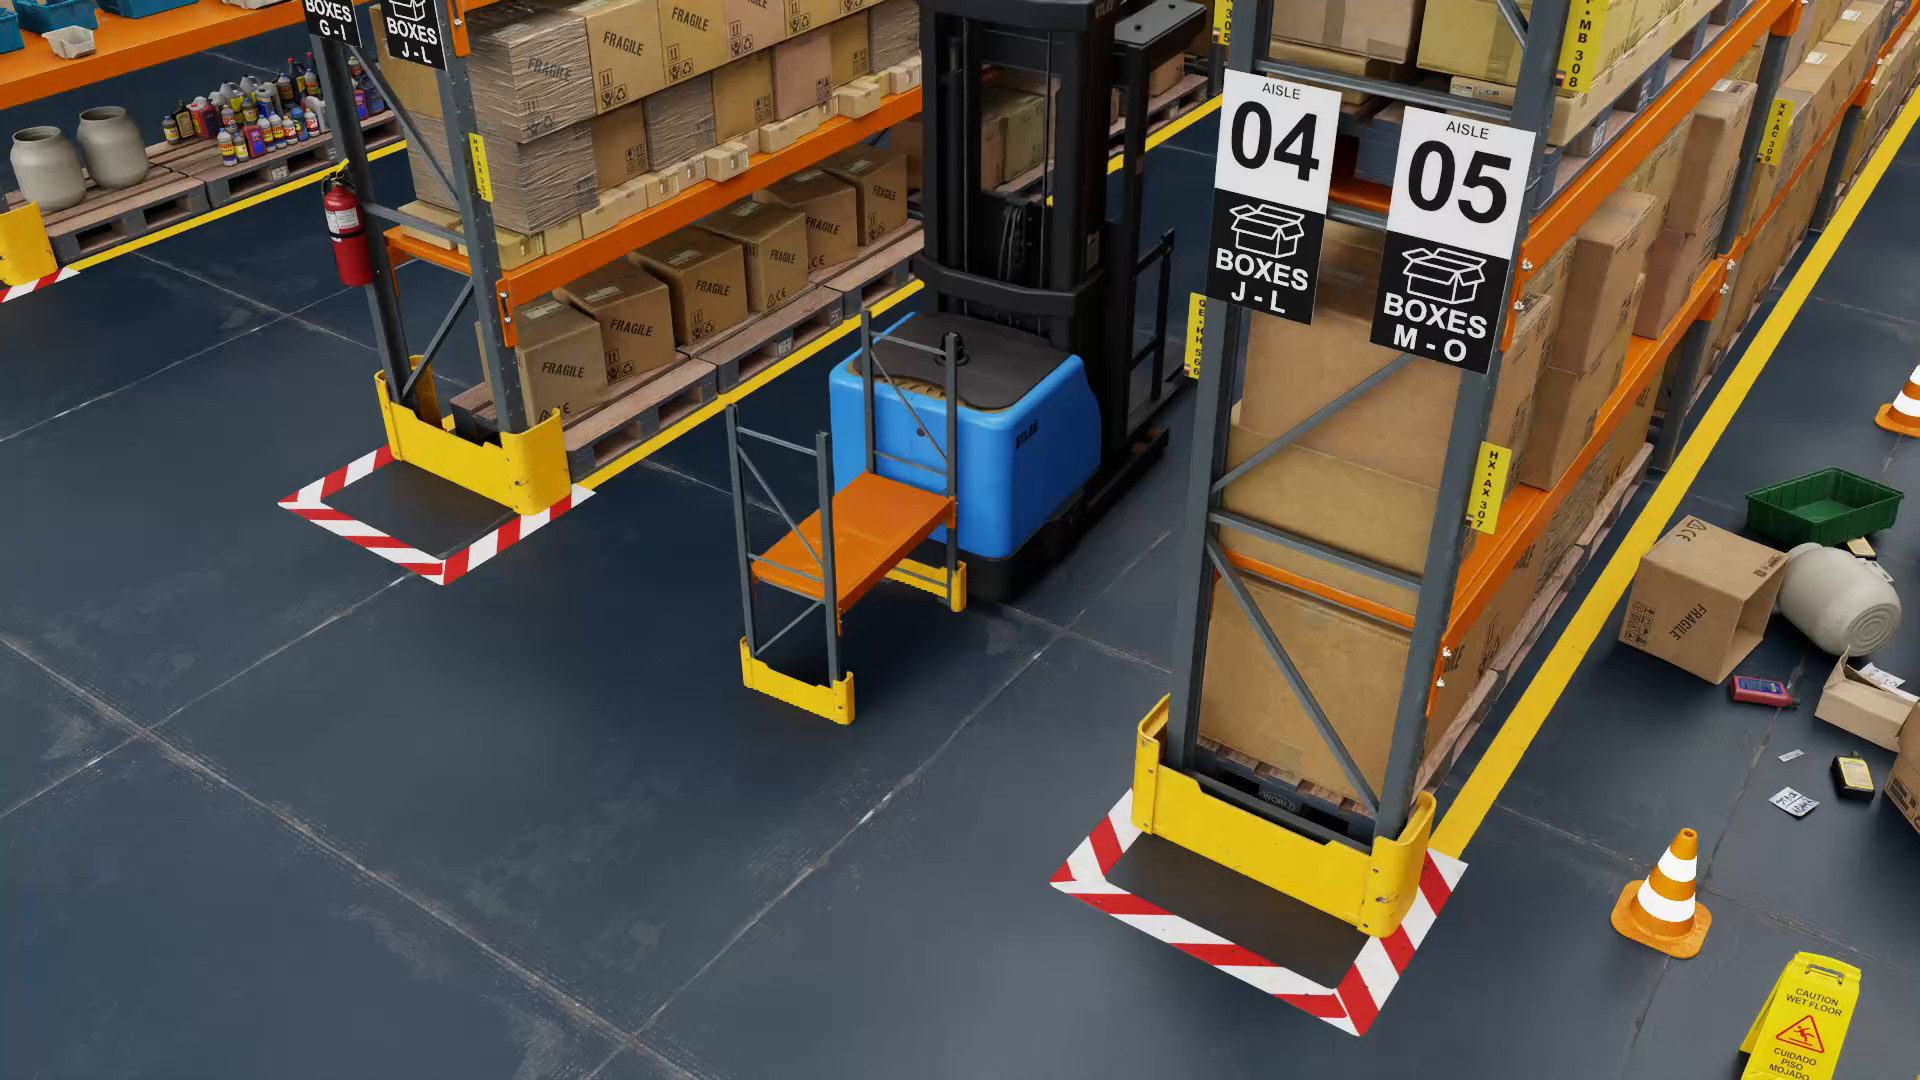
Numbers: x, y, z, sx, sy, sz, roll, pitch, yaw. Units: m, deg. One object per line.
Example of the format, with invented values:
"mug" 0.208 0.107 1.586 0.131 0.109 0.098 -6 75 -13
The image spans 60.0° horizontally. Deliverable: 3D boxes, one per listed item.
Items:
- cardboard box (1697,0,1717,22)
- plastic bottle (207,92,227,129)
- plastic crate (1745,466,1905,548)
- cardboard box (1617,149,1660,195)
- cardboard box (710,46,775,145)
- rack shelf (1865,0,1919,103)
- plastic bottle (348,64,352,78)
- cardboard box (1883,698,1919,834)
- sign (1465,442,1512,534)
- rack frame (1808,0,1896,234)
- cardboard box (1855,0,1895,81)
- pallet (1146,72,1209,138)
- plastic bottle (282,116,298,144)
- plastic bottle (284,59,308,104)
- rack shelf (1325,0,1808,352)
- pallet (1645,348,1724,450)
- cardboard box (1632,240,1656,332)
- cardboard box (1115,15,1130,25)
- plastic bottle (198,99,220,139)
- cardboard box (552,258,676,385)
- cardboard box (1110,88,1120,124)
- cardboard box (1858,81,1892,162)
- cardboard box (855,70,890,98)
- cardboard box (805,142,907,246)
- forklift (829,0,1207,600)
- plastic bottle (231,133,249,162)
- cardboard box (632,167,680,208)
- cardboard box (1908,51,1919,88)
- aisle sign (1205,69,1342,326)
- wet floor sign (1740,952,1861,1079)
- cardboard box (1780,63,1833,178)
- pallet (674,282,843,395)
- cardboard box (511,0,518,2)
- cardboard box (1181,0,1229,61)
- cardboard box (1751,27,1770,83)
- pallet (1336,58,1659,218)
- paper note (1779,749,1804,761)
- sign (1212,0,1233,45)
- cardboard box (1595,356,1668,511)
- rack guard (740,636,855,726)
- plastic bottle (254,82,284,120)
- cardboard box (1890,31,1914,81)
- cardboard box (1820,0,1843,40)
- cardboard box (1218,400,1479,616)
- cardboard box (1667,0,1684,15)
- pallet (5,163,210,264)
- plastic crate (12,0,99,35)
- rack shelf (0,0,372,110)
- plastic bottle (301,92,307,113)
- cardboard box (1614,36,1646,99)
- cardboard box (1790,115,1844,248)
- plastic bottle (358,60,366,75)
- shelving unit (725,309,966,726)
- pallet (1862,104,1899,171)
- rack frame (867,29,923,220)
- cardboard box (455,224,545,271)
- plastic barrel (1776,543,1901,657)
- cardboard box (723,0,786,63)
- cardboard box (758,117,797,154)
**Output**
"cardboard box" 2.610 -2.065 6.209 0.380 0.149 0.250 22 40 29
"plastic bottle" -5.867 -3.381 13.111 0.152 0.276 0.135 20 39 27
"plastic crate" 4.545 -0.159 8.767 0.662 0.188 0.450 -15 27 -21
"cardboard box" 2.394 -1.408 7.057 0.875 0.550 0.500 21 39 28
"cardboard box" -1.592 -2.709 9.723 0.875 0.500 0.500 21 39 28
"rack shelf" 6.989 -4.262 13.017 1.077 0.370 4.000 21 39 28
"plastic bottle" -5.134 -3.871 13.828 0.061 0.283 0.133 21 39 28
"cardboard box" 4.333 0.994 6.831 0.797 0.503 0.637 -3 34 -4
"sign" 1.739 -0.169 5.479 0.100 0.325 0.005 21 39 28
"rack frame" 5.848 -3.640 11.454 1.000 3.000 0.127 21 39 28
"cardboard box" 5.812 -3.388 10.993 0.500 0.500 0.500 21 39 28
"pallet" 1.384 -3.756 14.116 1.003 0.211 1.213 21 39 28
"plastic bottle" -5.201 -3.178 12.877 0.097 0.201 0.097 0 34 0
"plastic bottle" -5.427 -3.771 13.620 0.144 0.351 0.185 20 39 26
"rack shelf" 2.427 -1.823 6.732 1.077 0.370 4.000 21 39 28
"pallet" 3.946 -1.023 10.074 1.003 0.211 1.213 21 39 28
"cardboard box" 2.667 -1.216 7.737 0.875 0.550 0.550 21 39 28
"cardboard box" 1.180 -4.163 13.397 0.500 0.250 0.500 26 42 33
"plastic bottle" -5.858 -3.287 12.964 0.061 0.283 0.133 21 39 28
"cardboard box" -2.048 -1.295 9.844 0.500 0.500 0.500 -25 41 -32
"cardboard box" 0.842 -3.580 13.205 0.700 0.500 0.500 25 41 32
"cardboard box" 6.745 -3.255 12.742 0.500 0.500 0.500 22 40 29
"cardboard box" -0.673 -2.925 10.622 0.380 0.149 0.250 21 39 28
"cardboard box" -0.711 -2.397 11.473 0.500 0.500 0.500 20 39 27
"forklift" 0.531 -1.716 8.671 1.130 2.935 3.031 18 38 25
"plastic bottle" -5.450 -2.976 12.579 0.097 0.201 0.097 0 34 0
"cardboard box" -1.785 -1.993 9.244 0.380 0.149 0.250 21 39 28
"cardboard box" 7.914 -4.198 14.136 0.500 0.500 0.500 20 39 27
"aisle sign" 1.000 -1.098 5.375 0.394 0.787 0.004 21 39 28
"wet floor sign" 2.897 1.663 5.715 0.267 0.644 0.232 14 37 20
"cardboard box" 4.663 -2.458 9.618 0.500 0.500 0.500 21 39 28
"pallet" -1.499 -1.390 10.617 1.003 0.211 1.213 21 39 28
"cardboard box" -2.339 -2.732 8.864 0.500 0.500 0.500 21 39 28
"cardboard box" 2.242 -4.875 14.803 1.225 0.875 0.875 19 39 26
"cardboard box" 3.846 -2.485 8.765 0.700 0.500 0.500 21 39 27
"pallet" 1.701 -1.509 5.705 1.003 0.211 1.213 21 39 28
"paper note" 3.667 0.951 7.335 0.123 0.001 0.032 -15 37 -21
"sign" 0.849 -1.714 5.210 0.100 0.325 0.005 21 39 28
"cardboard box" 3.151 -0.826 8.815 0.875 0.875 0.875 22 40 29
"rack guard" -0.742 0.636 7.587 0.587 0.250 0.087 18 38 25
"plastic bottle" -5.534 -3.508 13.299 0.152 0.276 0.135 21 39 28
"cardboard box" 7.022 -3.786 12.858 0.500 0.250 0.500 22 40 29
"cardboard box" 5.006 -3.422 10.150 0.700 0.500 0.500 21 39 28
"cardboard box" 1.461 -0.205 6.242 0.875 0.550 0.550 21 39 28
"cardboard box" 2.348 -2.084 5.880 0.500 0.250 0.500 21 39 28
"pallet" -6.327 -2.438 12.166 1.003 0.211 1.213 21 39 28
"plastic crate" -6.385 -3.732 11.724 0.499 0.251 0.408 21 39 28
"rack shelf" -5.659 -3.793 12.324 1.077 0.370 4.000 21 39 28
"plastic bottle" -5.126 -3.403 13.137 0.061 0.283 0.133 21 39 28
"cardboard box" 2.034 -1.600 5.521 0.380 0.149 0.250 21 40 28
"cardboard box" 5.427 -2.630 11.595 1.050 0.750 0.750 21 39 28
"plastic bottle" -5.060 -4.057 14.114 0.097 0.271 0.097 0 34 0
"shelving unit" -0.488 -0.122 7.591 0.587 1.500 1.083 18 38 25
"pallet" 6.991 -3.403 13.593 1.003 0.211 1.213 21 39 28
"rack frame" -0.450 -3.430 11.144 1.000 3.000 0.127 21 39 28
"cardboard box" -2.372 -1.540 8.573 0.380 0.149 0.250 21 39 28
"plastic barrel" 4.181 0.280 7.957 0.421 0.421 0.512 -9 35 -13
"cardboard box" -1.338 -3.024 9.297 0.500 0.500 0.500 21 39 28
"cardboard box" -1.198 -2.447 9.915 0.380 0.149 0.250 21 39 28
